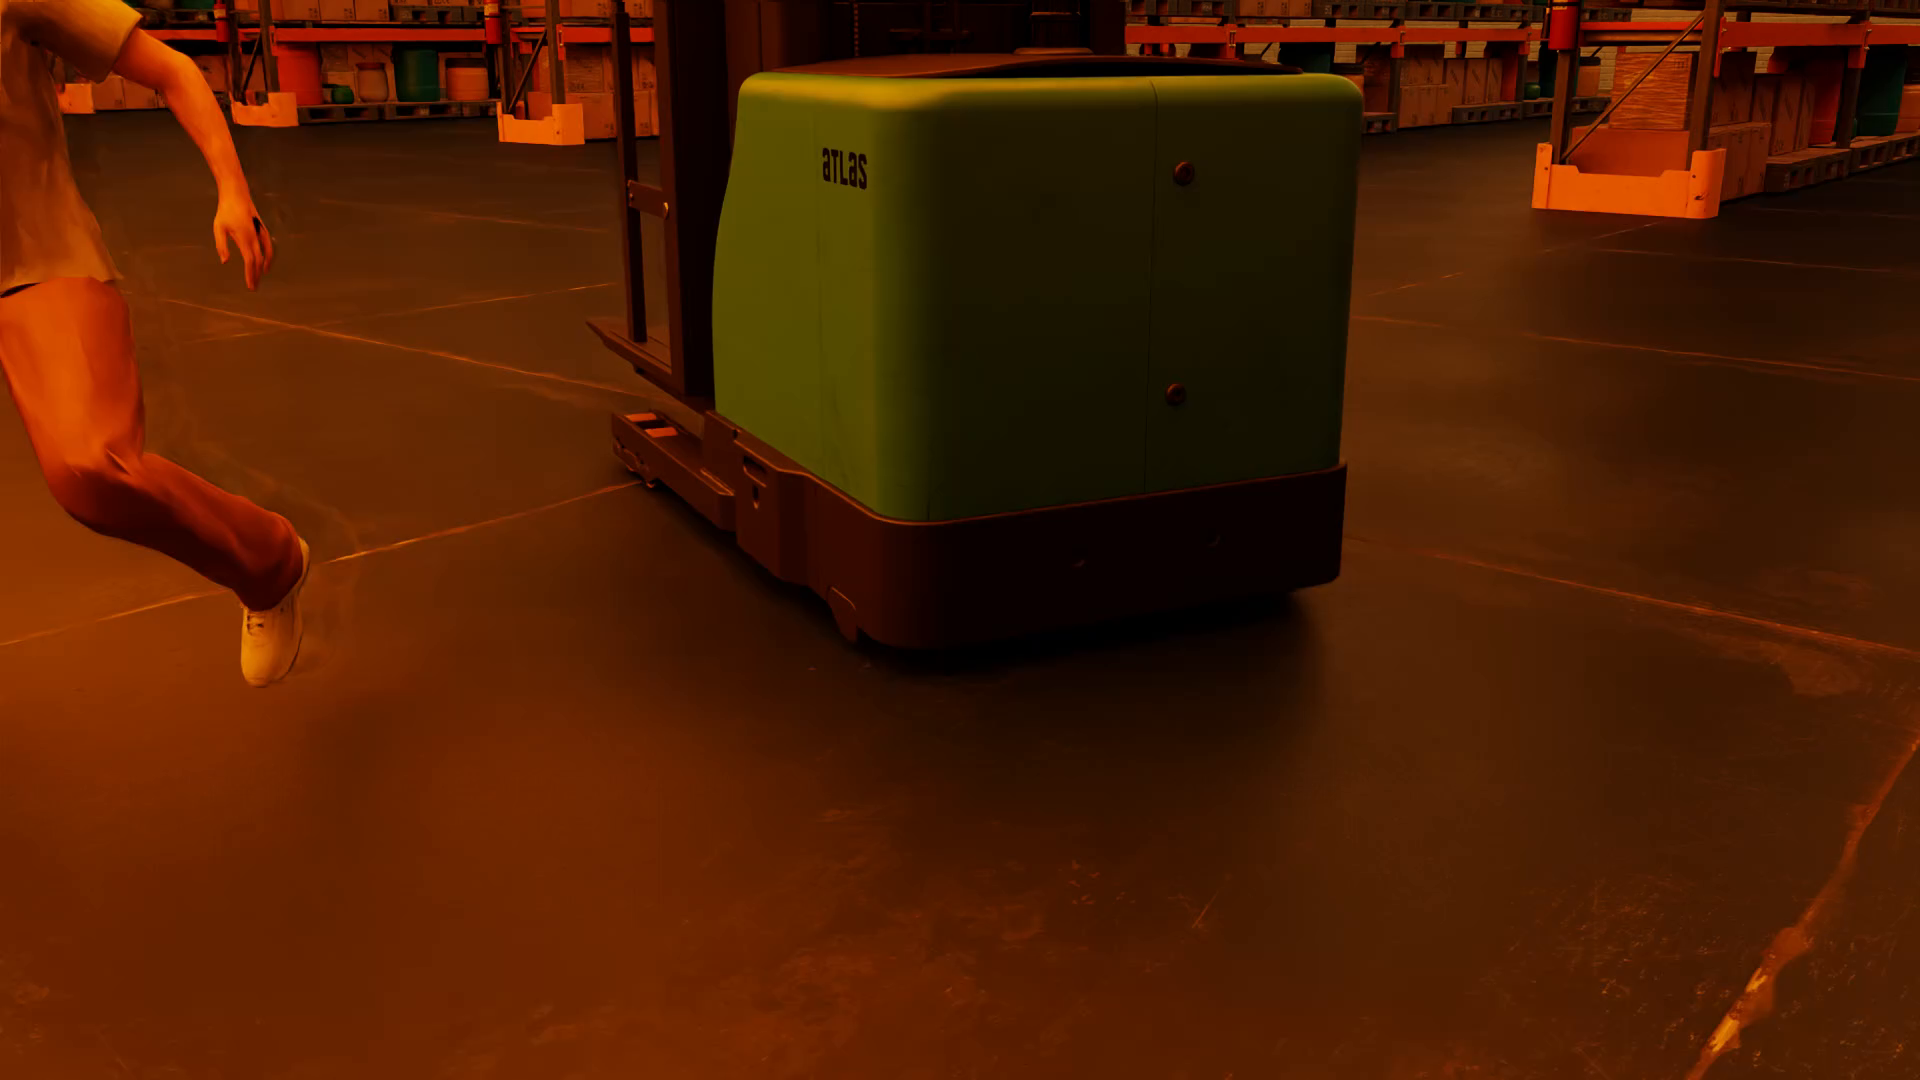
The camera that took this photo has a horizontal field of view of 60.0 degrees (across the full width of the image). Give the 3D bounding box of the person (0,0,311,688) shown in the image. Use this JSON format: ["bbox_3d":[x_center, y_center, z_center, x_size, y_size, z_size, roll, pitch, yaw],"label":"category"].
[{"bbox_3d":[-1.607,-0.389,2.656,0.972,1.557,0.502,0,17,-1],"label":"person"}]

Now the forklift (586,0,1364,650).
[{"bbox_3d":[-0.303,-1.585,4.117,1.130,2.935,3.031,-8,19,-25],"label":"forklift"}]
